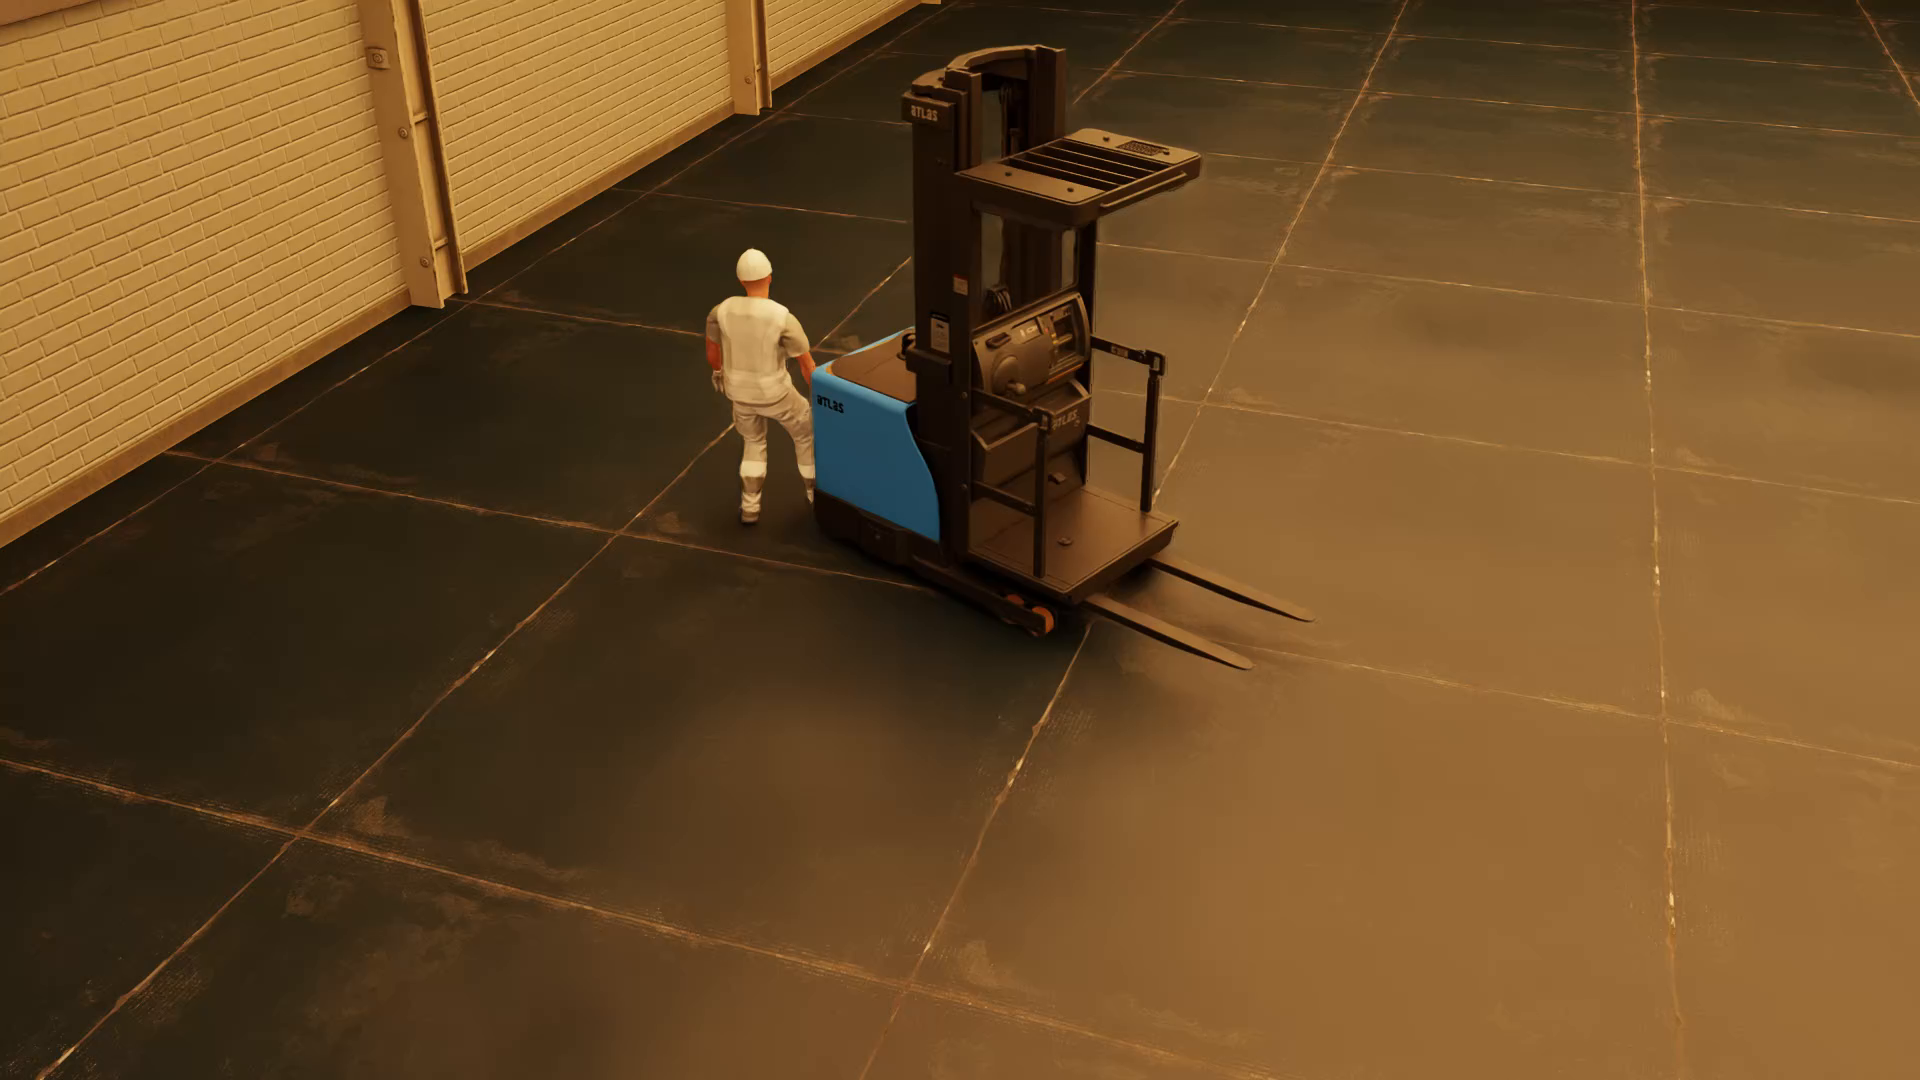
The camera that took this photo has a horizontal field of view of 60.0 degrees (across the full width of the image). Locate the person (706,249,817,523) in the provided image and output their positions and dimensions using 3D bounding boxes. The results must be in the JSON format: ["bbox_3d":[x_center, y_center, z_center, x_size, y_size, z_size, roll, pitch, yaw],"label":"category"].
[{"bbox_3d":[-1.142,-0.961,10.045,0.747,1.744,0.652,9,31,15],"label":"person"}]

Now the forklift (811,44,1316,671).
[{"bbox_3d":[0.553,-1.034,8.950,3.031,2.935,1.130,23,37,35],"label":"forklift"}]
